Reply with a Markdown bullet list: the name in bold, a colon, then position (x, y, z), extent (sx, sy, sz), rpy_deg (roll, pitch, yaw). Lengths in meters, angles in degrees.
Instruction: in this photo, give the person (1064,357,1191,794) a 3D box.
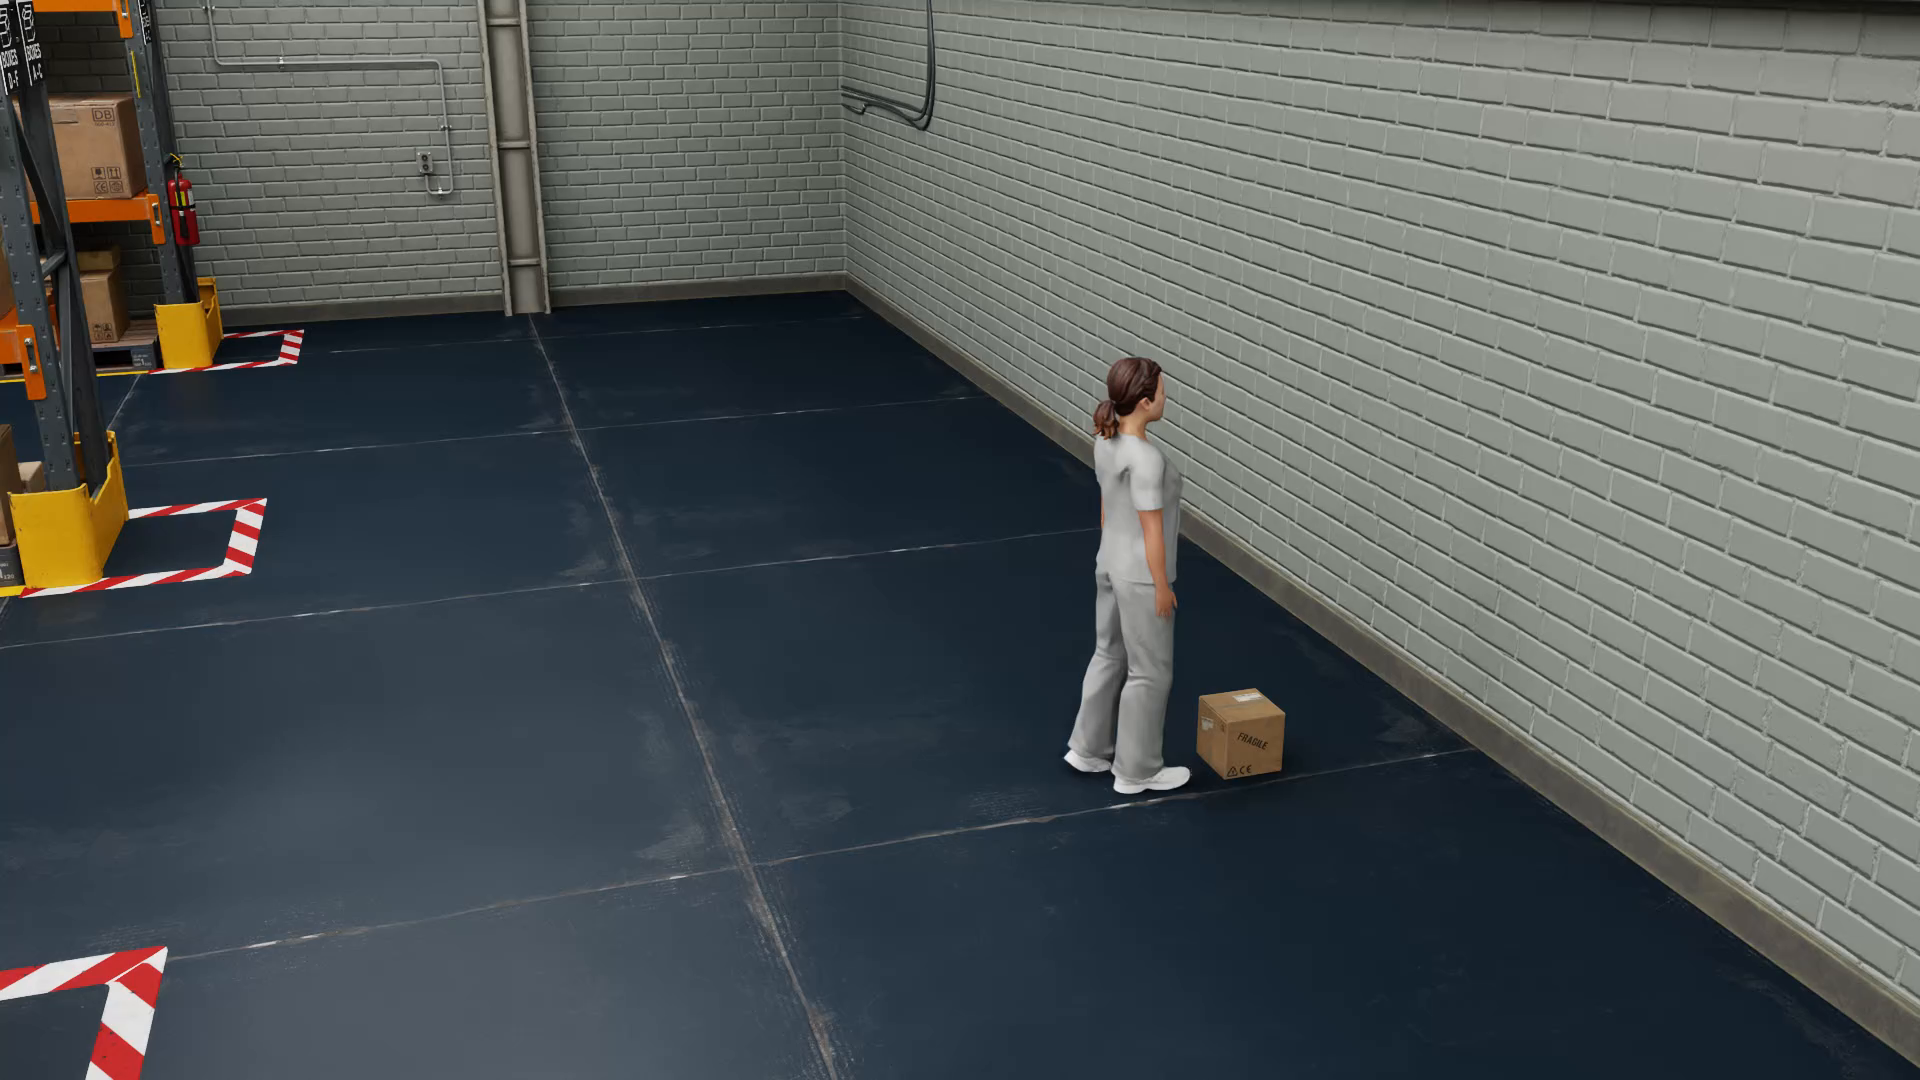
- **person**: position (0.648, 0.169, 6.187), extent (0.438, 1.732, 0.441), rpy_deg (-6, 20, -16)
